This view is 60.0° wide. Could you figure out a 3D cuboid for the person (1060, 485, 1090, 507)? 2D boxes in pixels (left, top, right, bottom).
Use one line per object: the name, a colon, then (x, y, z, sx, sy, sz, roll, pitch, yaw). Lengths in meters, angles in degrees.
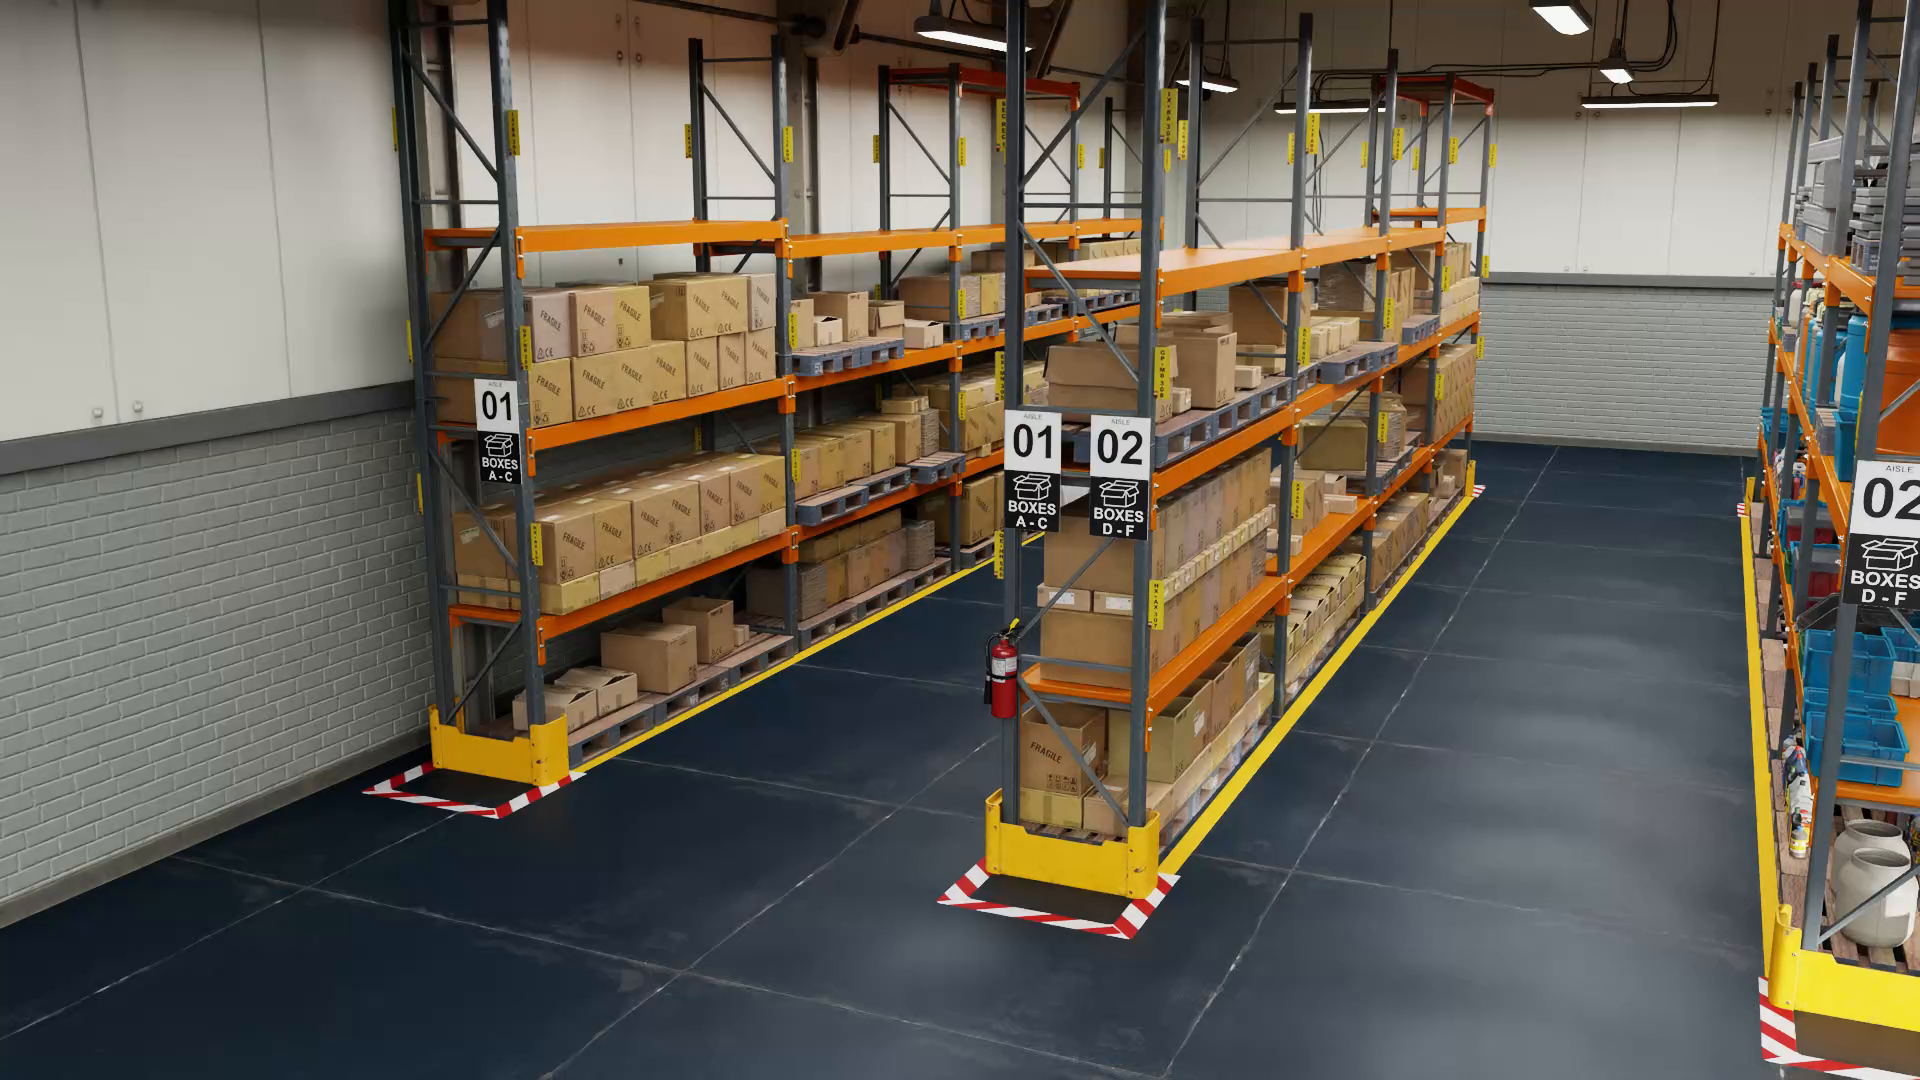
person: (1.311, -0.144, 18.600, 0.618, 1.779, 0.452, 4, 13, 20)
